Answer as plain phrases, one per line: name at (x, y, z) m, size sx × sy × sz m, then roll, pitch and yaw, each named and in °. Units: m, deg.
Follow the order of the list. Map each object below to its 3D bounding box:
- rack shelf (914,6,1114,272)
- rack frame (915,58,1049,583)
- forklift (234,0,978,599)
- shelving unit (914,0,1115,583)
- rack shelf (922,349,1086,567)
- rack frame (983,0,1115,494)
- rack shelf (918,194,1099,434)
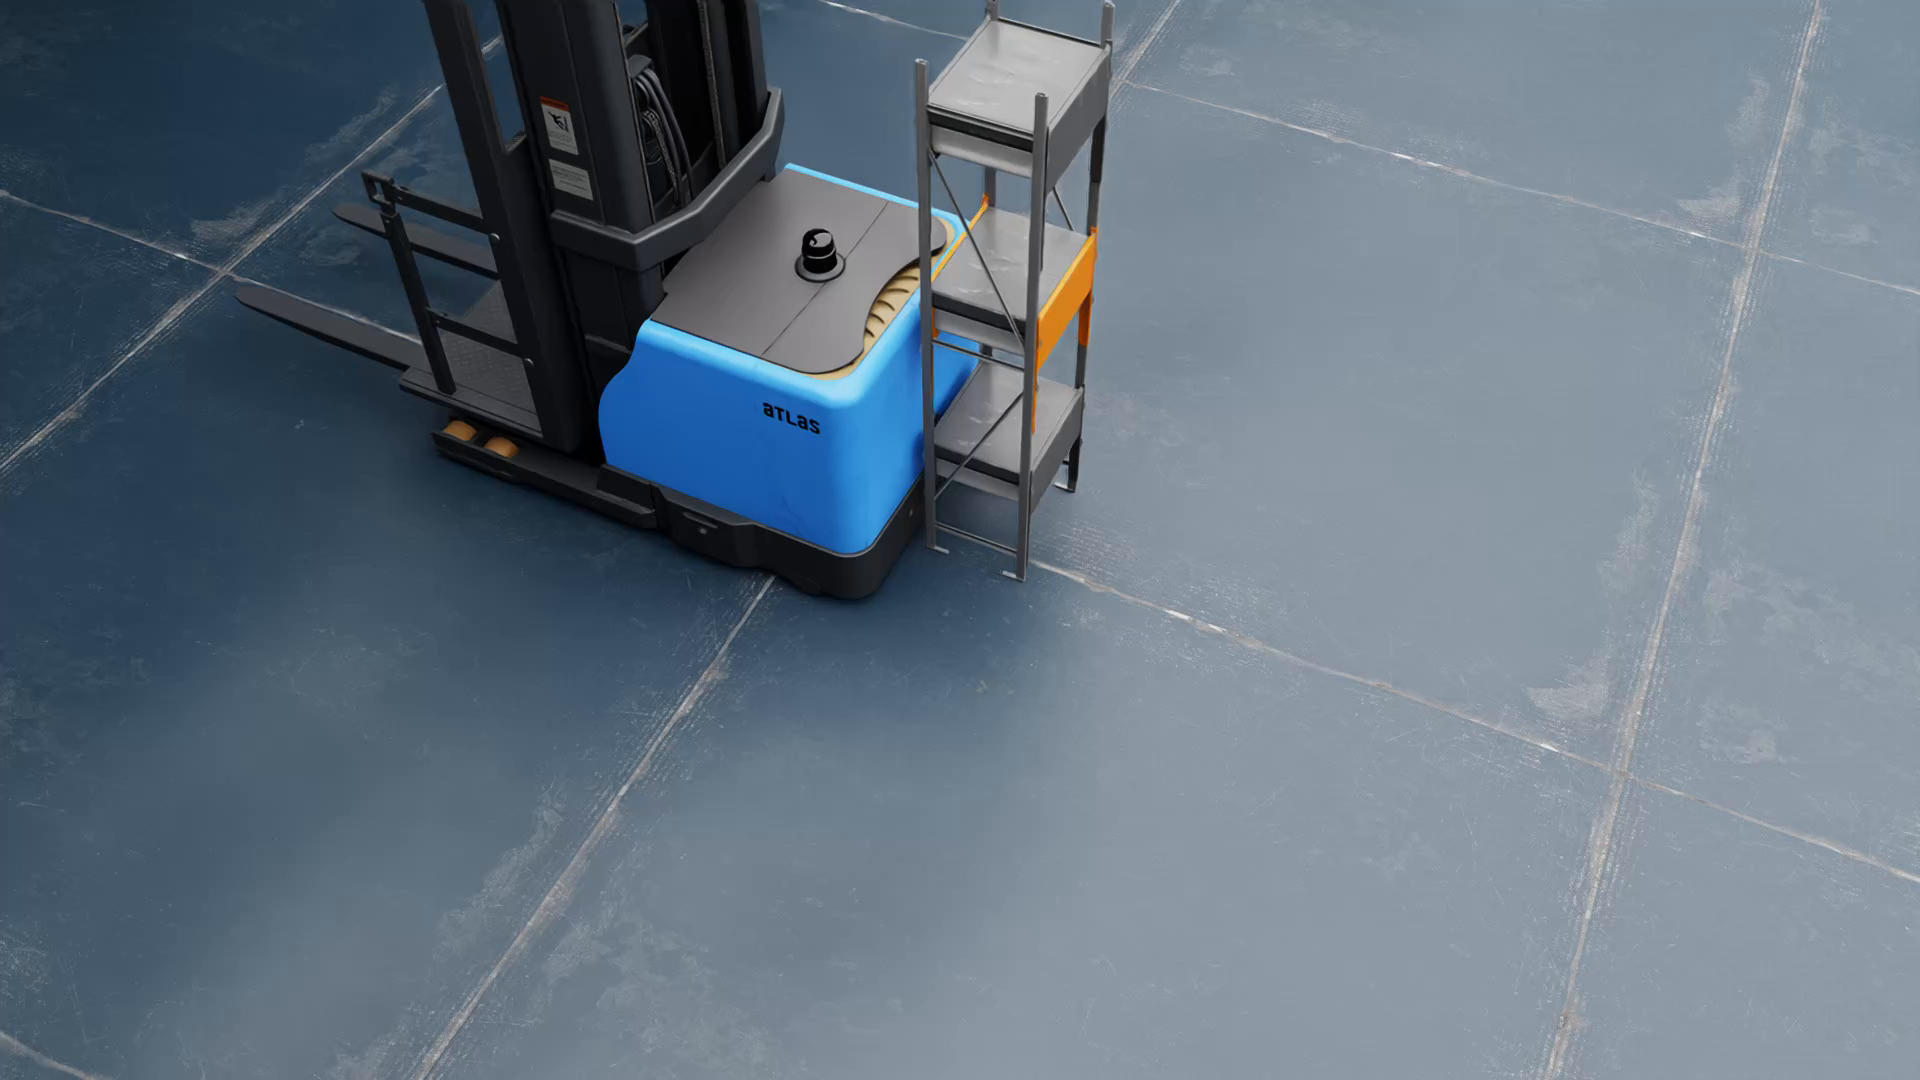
rack shelf at (0.162, -1.205, 4.996) m, size 0.431 × 0.518 × 0.480 m, roll 20°, pitch 52°, yaw 16°
rack frame at (0.058, -0.592, 5.375) m, size 0.400 × 2.100 × 0.015 m, roll 20°, pitch 52°, yaw 16°
forklift at (-1.471, -1.528, 5.626) m, size 3.031 × 2.935 × 1.130 m, roll 20°, pitch 53°, yaw 17°
shelving unit at (0.162, -0.760, 5.518) m, size 0.431 × 2.100 × 0.503 m, roll 20°, pitch 52°, yaw 16°
rack shelf at (0.162, -0.298, 6.062) m, size 0.431 × 0.518 × 0.480 m, roll 20°, pitch 52°, yaw 16°
rack frame at (0.266, -0.928, 5.661) m, size 0.400 × 2.100 × 0.015 m, roll 20°, pitch 52°, yaw 16°
rack shelf at (0.162, -0.752, 5.529) m, size 0.431 × 0.518 × 0.480 m, roll 20°, pitch 52°, yaw 16°
